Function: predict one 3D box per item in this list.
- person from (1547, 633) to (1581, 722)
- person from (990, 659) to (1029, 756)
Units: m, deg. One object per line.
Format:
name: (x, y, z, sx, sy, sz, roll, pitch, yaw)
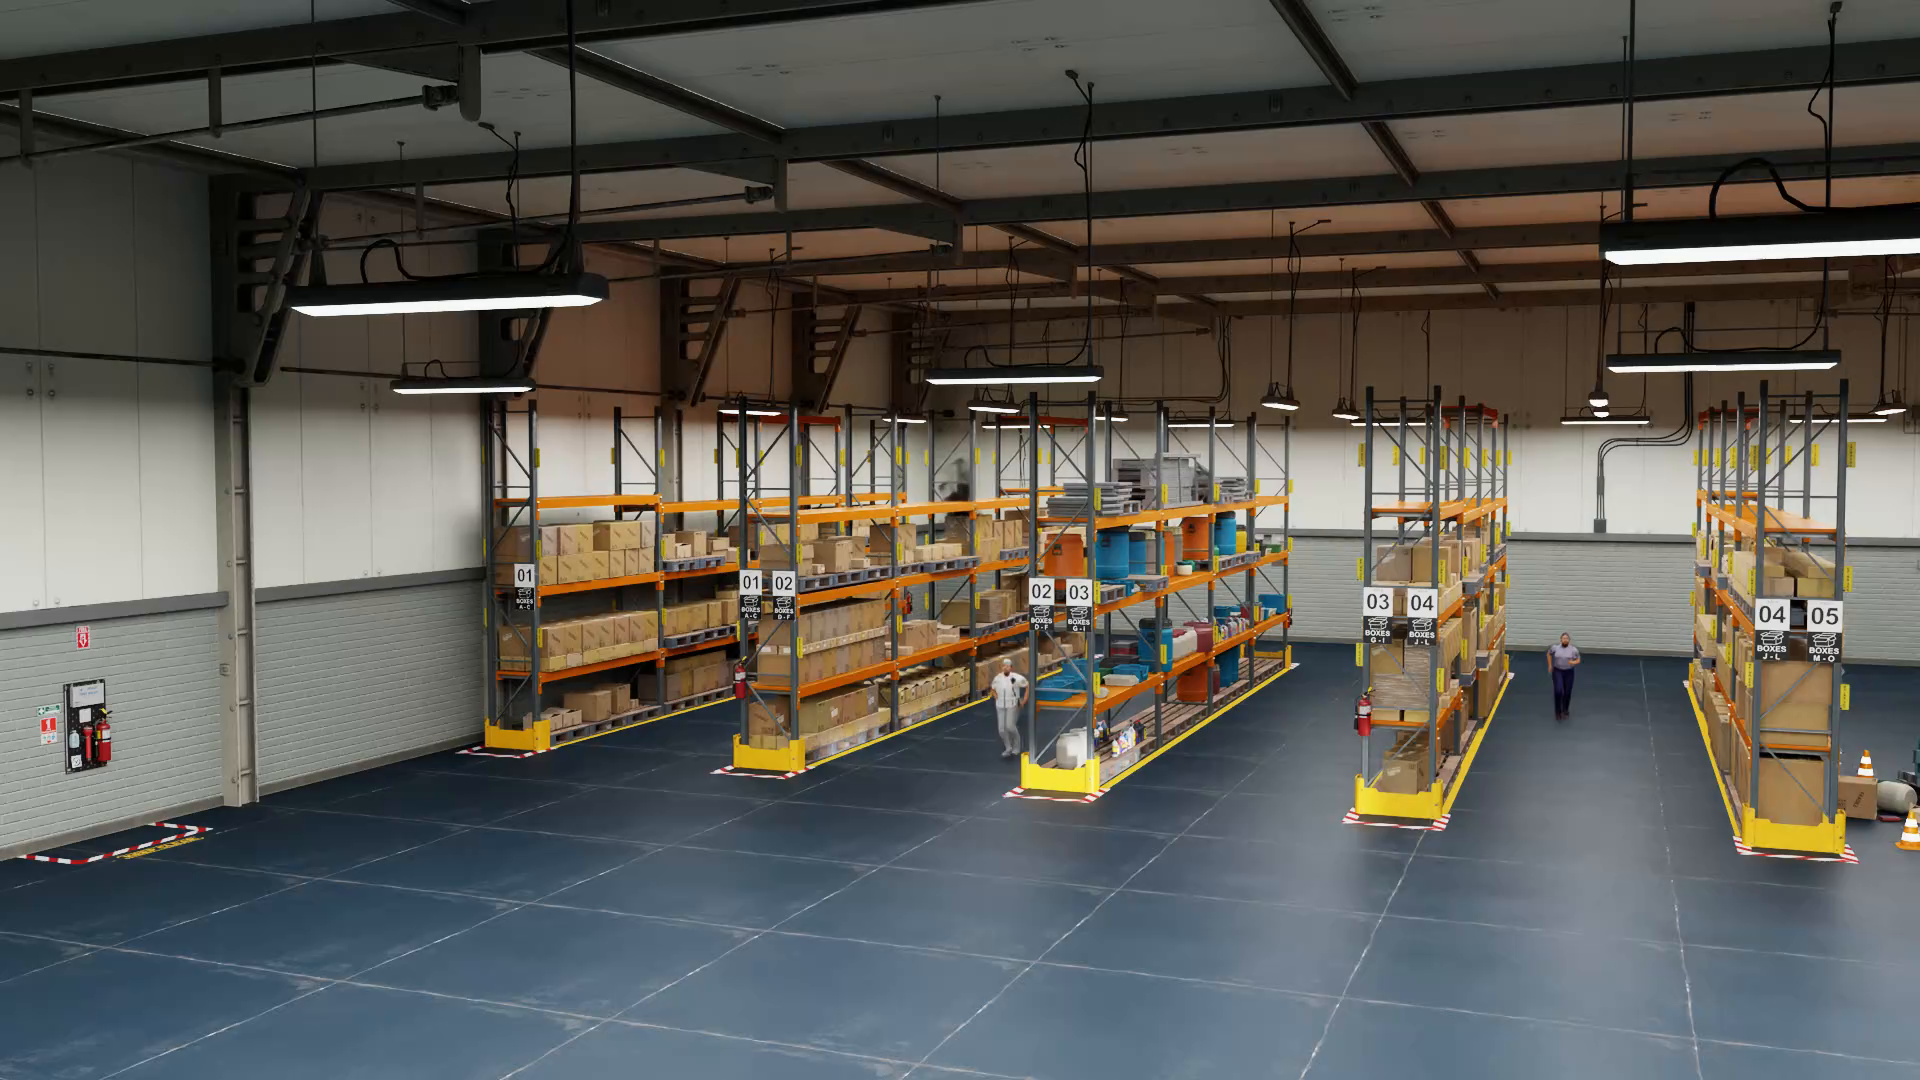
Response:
person: (11.554, 2.618, 31.816, 0.570, 1.706, 0.822, 1, 3, 13)
person: (0.794, 2.804, 27.761, 0.661, 1.638, 0.570, 1, 3, 24)
